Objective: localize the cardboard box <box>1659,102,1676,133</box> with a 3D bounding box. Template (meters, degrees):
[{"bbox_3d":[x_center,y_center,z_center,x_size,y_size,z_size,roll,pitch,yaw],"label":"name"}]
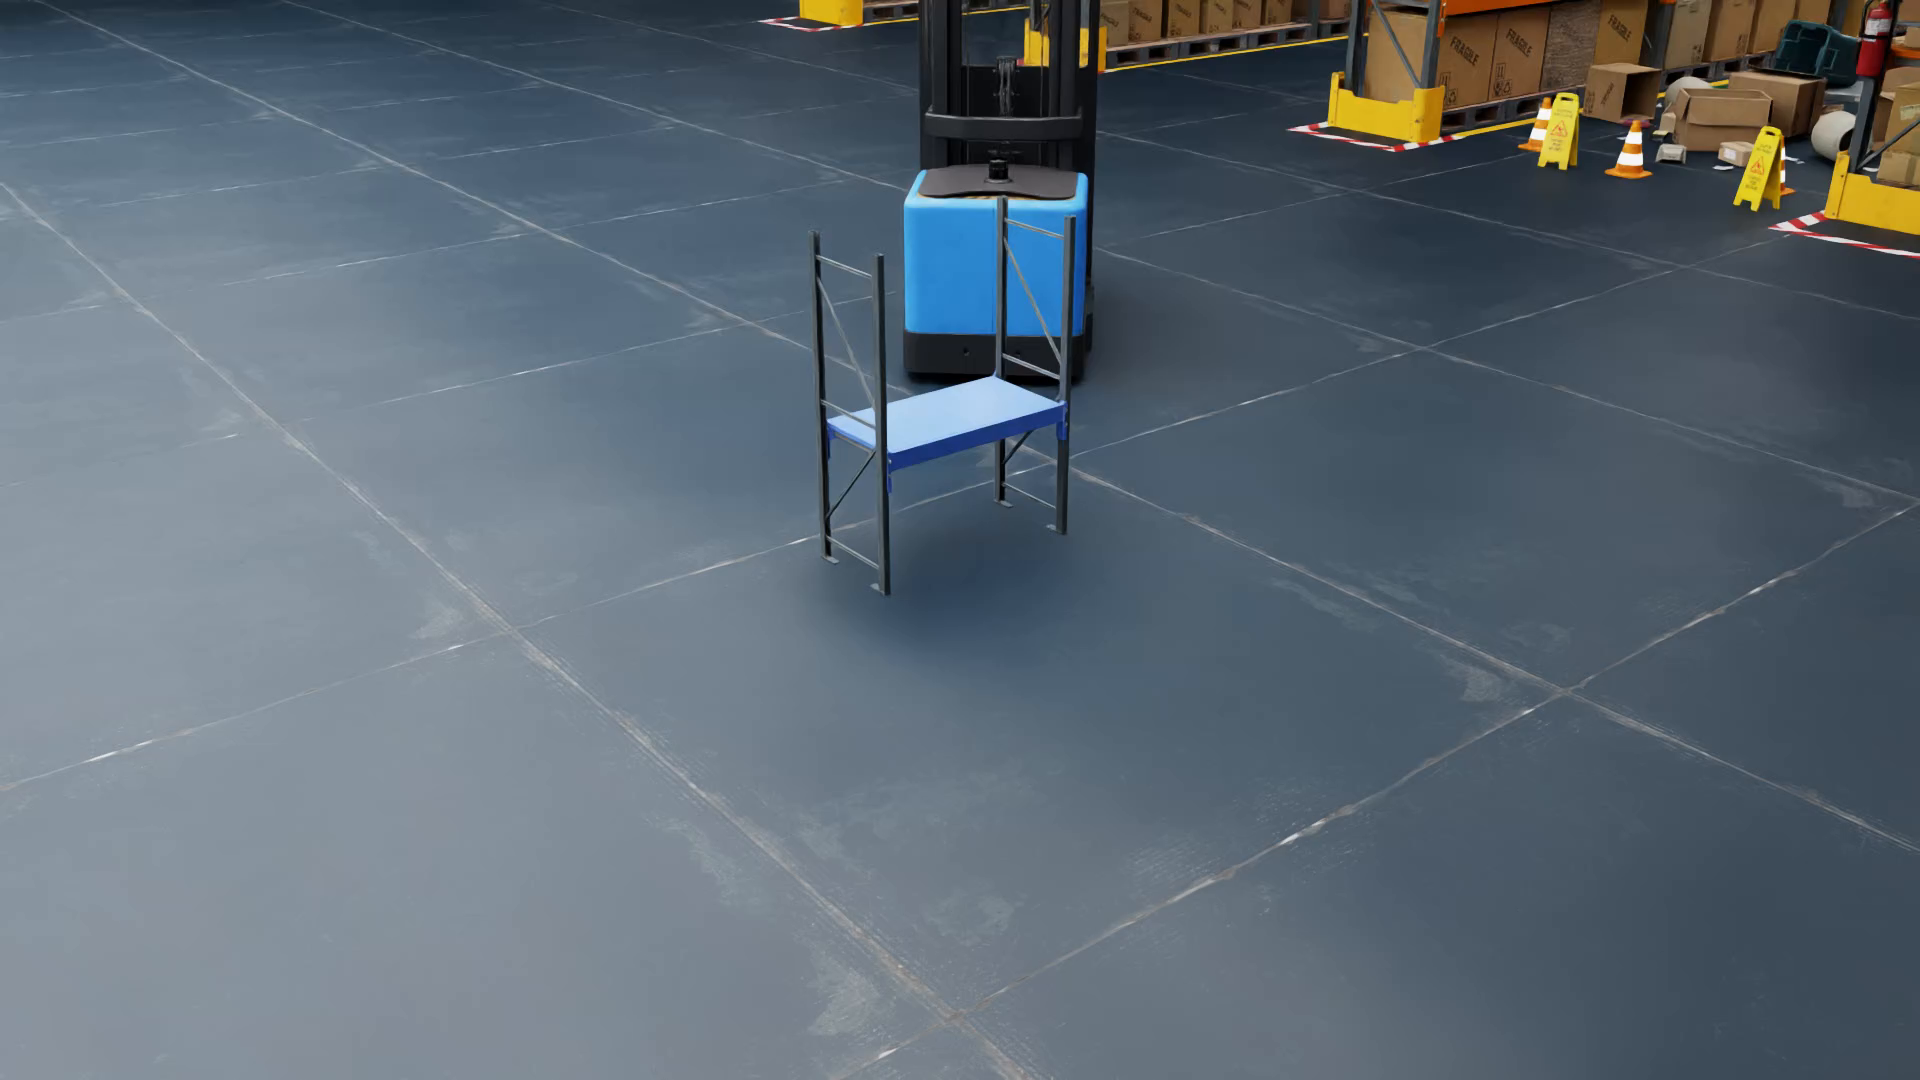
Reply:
[{"bbox_3d":[7.108,-4.132,16.302,0.258,0.266,0.396,-13,28,-25],"label":"cardboard box"}]

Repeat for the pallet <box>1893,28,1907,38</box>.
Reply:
[{"bbox_3d":[12.047,-6.720,21.944,1.213,0.211,1.003,-18,31,-34],"label":"pallet"}]

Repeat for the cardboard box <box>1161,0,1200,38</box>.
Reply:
[{"bbox_3d":[2.651,-6.595,20.832,0.500,0.500,0.500,-15,29,-29],"label":"cardboard box"}]

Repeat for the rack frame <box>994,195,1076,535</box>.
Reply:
[{"bbox_3d":[0.333,-0.790,7.636,0.032,1.500,0.500,-18,31,-34],"label":"rack frame"}]

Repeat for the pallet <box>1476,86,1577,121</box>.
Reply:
[{"bbox_3d":[5.717,-4.673,17.533,1.213,0.211,1.003,-18,31,-34],"label":"pallet"}]

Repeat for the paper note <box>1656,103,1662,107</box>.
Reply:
[{"bbox_3d":[7.354,-4.607,17.605,0.147,0.020,0.142,5,25,11],"label":"paper note"}]

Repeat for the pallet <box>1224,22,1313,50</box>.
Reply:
[{"bbox_3d":[3.836,-6.647,21.786,1.213,0.211,1.003,-18,31,-34],"label":"pallet"}]

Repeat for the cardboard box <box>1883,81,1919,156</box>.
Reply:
[{"bbox_3d":[7.780,-3.354,13.254,0.500,0.500,0.500,-18,30,-34],"label":"cardboard box"}]

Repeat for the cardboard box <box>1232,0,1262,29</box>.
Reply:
[{"bbox_3d":[3.558,-6.912,21.516,0.500,0.500,0.500,-9,26,-18],"label":"cardboard box"}]

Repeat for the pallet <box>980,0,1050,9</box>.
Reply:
[{"bbox_3d":[0.733,-8.313,25.376,1.213,0.211,1.003,-18,31,-34],"label":"pallet"}]

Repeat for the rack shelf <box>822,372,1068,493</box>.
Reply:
[{"bbox_3d":[-0.067,-0.495,7.427,1.000,0.185,0.538,-18,31,-34],"label":"rack shelf"}]

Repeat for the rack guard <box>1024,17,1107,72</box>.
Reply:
[{"bbox_3d":[1.255,-5.945,19.930,0.348,0.500,1.175,-18,31,-34],"label":"rack guard"}]

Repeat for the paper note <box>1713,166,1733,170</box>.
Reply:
[{"bbox_3d":[6.826,-3.334,14.862,0.148,0.019,0.142,15,29,29],"label":"paper note"}]

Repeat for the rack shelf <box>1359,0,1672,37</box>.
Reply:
[{"bbox_3d":[5.750,-5.582,17.035,4.000,0.370,1.077,-18,31,-34],"label":"rack shelf"}]

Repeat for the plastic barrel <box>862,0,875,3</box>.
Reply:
[{"bbox_3d":[-1.390,-7.958,23.755,0.421,0.512,0.421,0,25,0],"label":"plastic barrel"}]

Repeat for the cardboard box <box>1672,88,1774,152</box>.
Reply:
[{"bbox_3d":[7.130,-3.938,15.603,0.797,0.503,0.637,5,25,11],"label":"cardboard box"}]

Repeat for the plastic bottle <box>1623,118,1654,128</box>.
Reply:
[{"bbox_3d":[6.785,-4.156,16.598,0.283,0.061,0.133,15,29,29],"label":"plastic bottle"}]

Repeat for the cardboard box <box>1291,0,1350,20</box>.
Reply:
[{"bbox_3d":[4.839,-7.316,22.362,0.500,0.500,0.700,-21,32,-38],"label":"cardboard box"}]

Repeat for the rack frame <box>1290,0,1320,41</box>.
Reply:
[{"bbox_3d":[4.343,-8.098,21.600,0.127,3.000,1.000,-18,31,-34],"label":"rack frame"}]

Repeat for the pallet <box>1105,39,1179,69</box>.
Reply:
[{"bbox_3d":[1.916,-6.013,20.420,1.213,0.211,1.003,-18,31,-34],"label":"pallet"}]

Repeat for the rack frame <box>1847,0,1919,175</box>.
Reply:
[{"bbox_3d":[7.310,-3.776,12.287,0.127,3.000,1.000,-18,31,-34],"label":"rack frame"}]

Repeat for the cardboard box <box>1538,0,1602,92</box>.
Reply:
[{"bbox_3d":[6.079,-5.279,17.552,0.875,0.875,0.875,-18,30,-34],"label":"cardboard box"}]

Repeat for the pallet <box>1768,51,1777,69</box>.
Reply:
[{"bbox_3d":[9.805,-6.023,20.441,1.213,0.211,1.003,-18,31,-34],"label":"pallet"}]

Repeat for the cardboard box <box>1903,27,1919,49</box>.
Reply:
[{"bbox_3d":[7.473,-3.830,12.702,0.250,0.149,0.380,-17,30,-32],"label":"cardboard box"}]

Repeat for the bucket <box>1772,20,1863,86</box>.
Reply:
[{"bbox_3d":[8.640,-4.834,16.650,0.620,0.611,0.726,2,23,-21],"label":"bucket"}]

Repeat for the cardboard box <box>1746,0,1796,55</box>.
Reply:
[{"bbox_3d":[9.251,-6.281,19.859,0.750,0.750,1.050,-18,30,-33],"label":"cardboard box"}]

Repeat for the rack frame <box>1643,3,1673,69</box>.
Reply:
[{"bbox_3d":[7.324,-6.428,18.003,0.127,3.000,1.000,-18,31,-34],"label":"rack frame"}]

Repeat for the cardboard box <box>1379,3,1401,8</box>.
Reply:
[{"bbox_3d":[5.666,-7.579,22.929,0.500,0.500,0.700,-21,32,-38],"label":"cardboard box"}]

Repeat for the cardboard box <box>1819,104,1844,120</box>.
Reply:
[{"bbox_3d":[8.493,-4.074,16.178,0.258,0.266,0.396,5,25,11],"label":"cardboard box"}]

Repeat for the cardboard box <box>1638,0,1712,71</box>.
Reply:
[{"bbox_3d":[7.757,-5.789,18.800,0.750,0.750,1.050,-18,31,-34],"label":"cardboard box"}]

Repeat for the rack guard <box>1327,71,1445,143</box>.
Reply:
[{"bbox_3d":[4.158,-4.249,16.277,0.348,0.500,1.175,-18,31,-34],"label":"rack guard"}]

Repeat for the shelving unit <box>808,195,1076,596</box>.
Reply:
[{"bbox_3d":[-0.067,-0.658,7.351,1.048,1.500,0.538,-18,31,-34],"label":"shelving unit"}]

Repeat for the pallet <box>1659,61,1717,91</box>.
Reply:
[{"bbox_3d":[7.885,-5.389,19.076,1.213,0.211,1.003,-18,31,-34],"label":"pallet"}]

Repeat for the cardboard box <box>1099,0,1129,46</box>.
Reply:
[{"bbox_3d":[1.697,-6.272,20.136,0.500,0.500,0.500,-12,28,-25],"label":"cardboard box"}]

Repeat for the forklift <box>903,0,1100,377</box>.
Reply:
[{"bbox_3d":[0.317,-2.852,10.378,1.130,2.935,3.031,2,25,5],"label":"forklift"}]

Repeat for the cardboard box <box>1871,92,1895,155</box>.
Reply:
[{"bbox_3d":[8.775,-3.854,15.423,0.500,0.500,0.500,1,25,2],"label":"cardboard box"}]

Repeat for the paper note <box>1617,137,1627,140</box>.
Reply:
[{"bbox_3d":[6.425,-3.876,16.032,0.142,0.017,0.144,-8,26,-16],"label":"paper note"}]

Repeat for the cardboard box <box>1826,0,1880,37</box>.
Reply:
[{"bbox_3d":[11.186,-6.623,20.893,0.500,0.500,0.500,-20,31,-36],"label":"cardboard box"}]

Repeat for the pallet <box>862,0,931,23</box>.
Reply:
[{"bbox_3d":[-1.188,-7.679,24.010,1.213,0.211,1.003,-18,31,-34],"label":"pallet"}]

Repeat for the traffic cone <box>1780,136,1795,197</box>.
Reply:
[{"bbox_3d":[6.853,-3.164,13.983,0.334,0.463,0.336,-18,31,-34],"label":"traffic cone"}]

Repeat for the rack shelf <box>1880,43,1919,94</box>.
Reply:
[{"bbox_3d":[8.884,-3.969,13.558,4.000,0.370,1.077,-18,31,-34],"label":"rack shelf"}]

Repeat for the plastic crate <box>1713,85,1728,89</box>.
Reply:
[{"bbox_3d":[7.996,-4.700,17.550,0.662,0.188,0.450,-3,15,-7],"label":"plastic crate"}]

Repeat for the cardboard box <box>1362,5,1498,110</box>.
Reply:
[{"bbox_3d":[4.669,-4.814,16.550,0.875,0.875,0.875,-18,30,-34],"label":"cardboard box"}]

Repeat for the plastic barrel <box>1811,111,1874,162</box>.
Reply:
[{"bbox_3d":[8.002,-3.645,15.066,0.421,0.421,0.512,1,25,2],"label":"plastic barrel"}]

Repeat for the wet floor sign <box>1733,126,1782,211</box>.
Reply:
[{"bbox_3d":[6.501,-3.013,13.440,0.232,0.644,0.267,-8,26,-16],"label":"wet floor sign"}]
